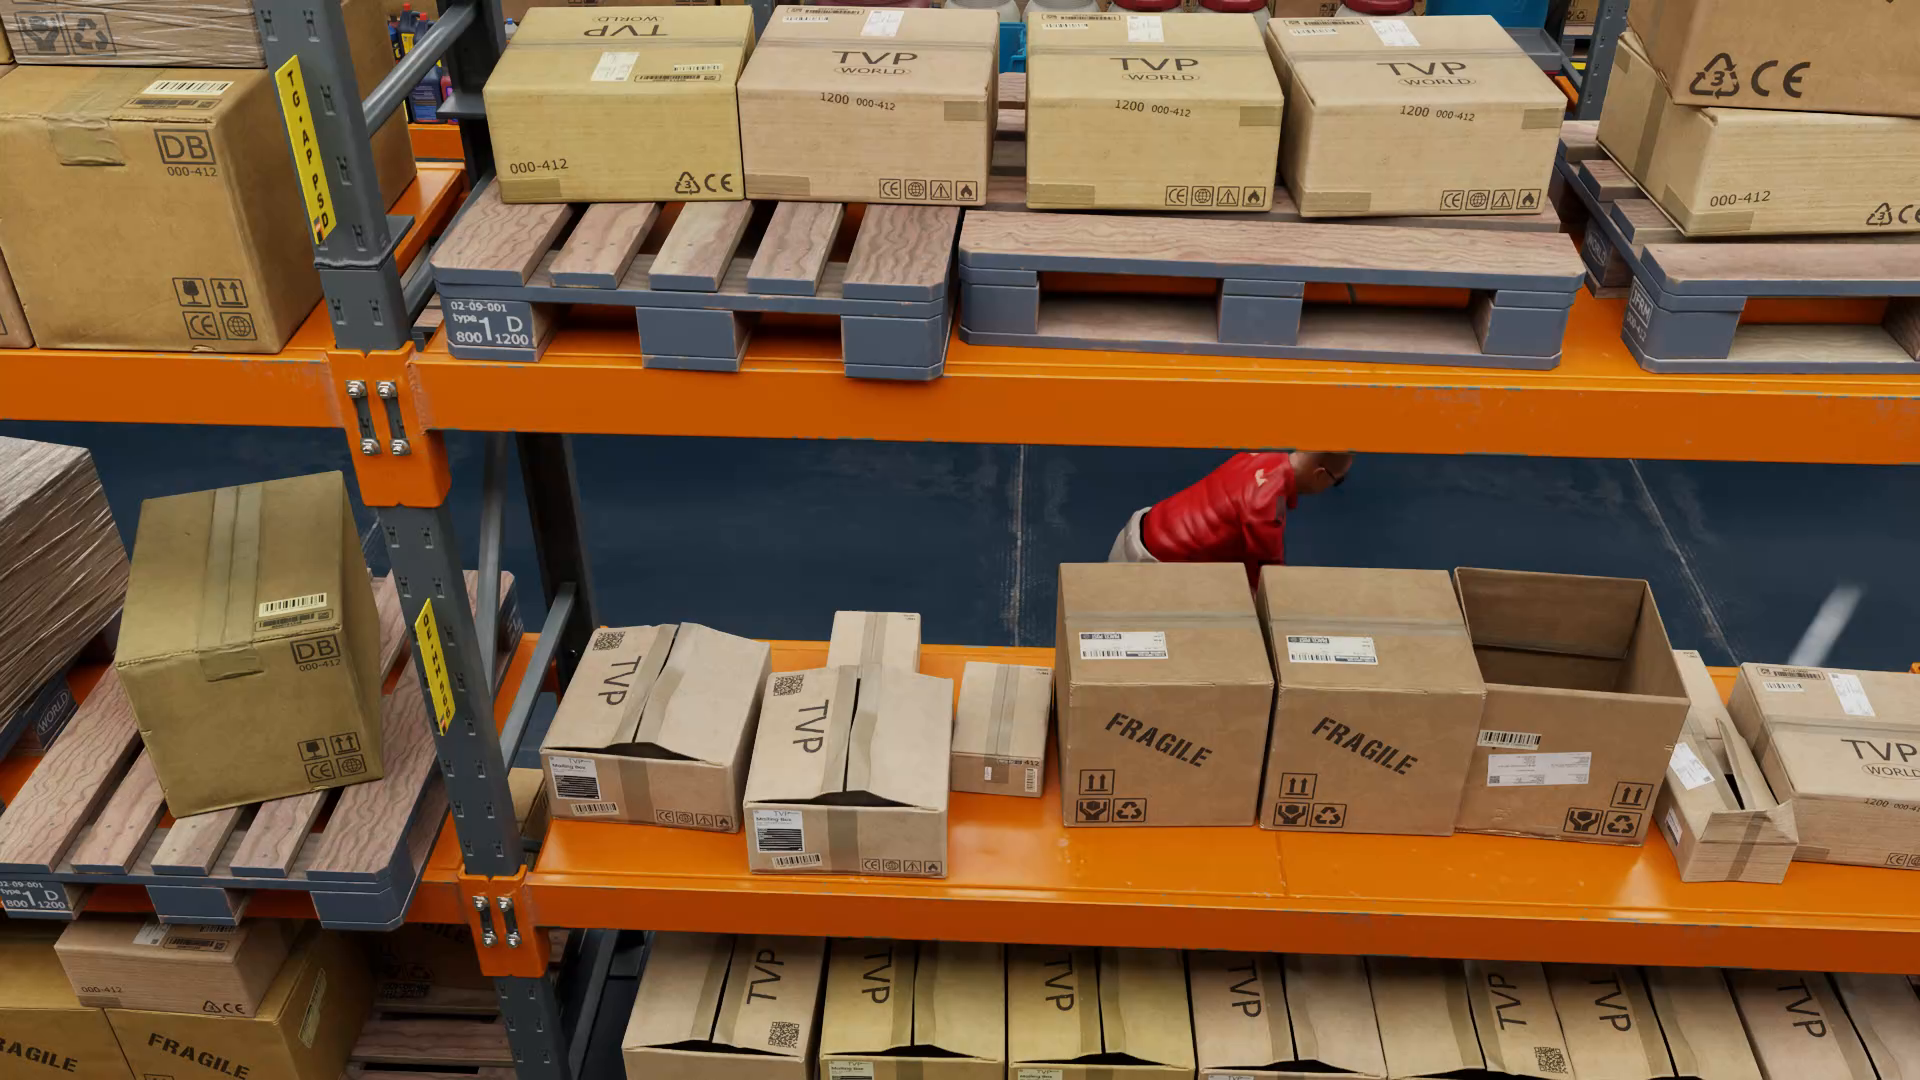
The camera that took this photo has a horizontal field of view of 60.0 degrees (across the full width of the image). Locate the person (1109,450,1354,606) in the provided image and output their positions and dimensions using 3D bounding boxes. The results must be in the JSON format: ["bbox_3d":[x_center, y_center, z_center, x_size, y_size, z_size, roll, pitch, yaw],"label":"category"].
[{"bbox_3d":[0.948,0.251,6.112,0.815,1.382,0.476,1,35,1],"label":"person"}]
